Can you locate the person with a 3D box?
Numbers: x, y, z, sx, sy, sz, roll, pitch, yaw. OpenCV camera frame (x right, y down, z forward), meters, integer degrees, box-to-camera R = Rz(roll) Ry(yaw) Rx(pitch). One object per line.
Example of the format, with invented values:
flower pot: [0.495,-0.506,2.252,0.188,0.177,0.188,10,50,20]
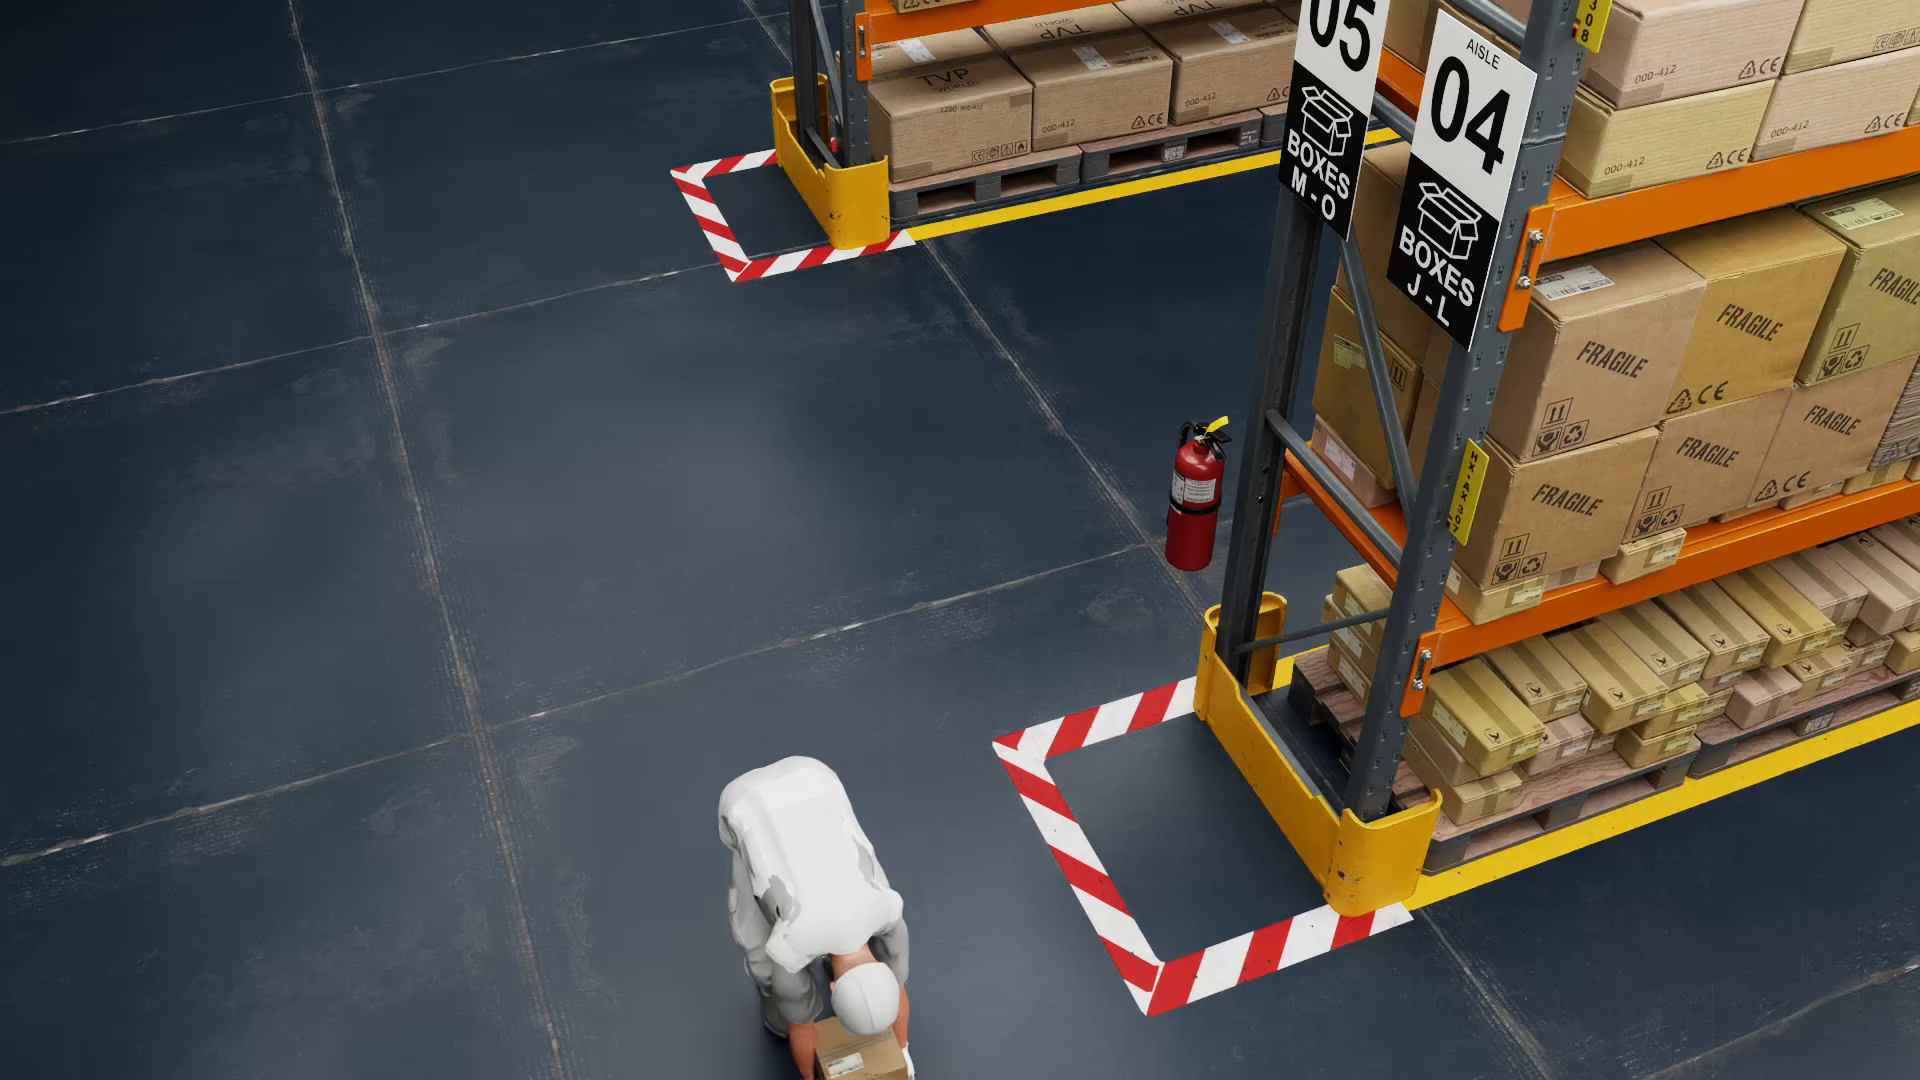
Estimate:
person: [-0.425,1.285,5.266,0.526,1.010,0.952,-17,44,-19]
